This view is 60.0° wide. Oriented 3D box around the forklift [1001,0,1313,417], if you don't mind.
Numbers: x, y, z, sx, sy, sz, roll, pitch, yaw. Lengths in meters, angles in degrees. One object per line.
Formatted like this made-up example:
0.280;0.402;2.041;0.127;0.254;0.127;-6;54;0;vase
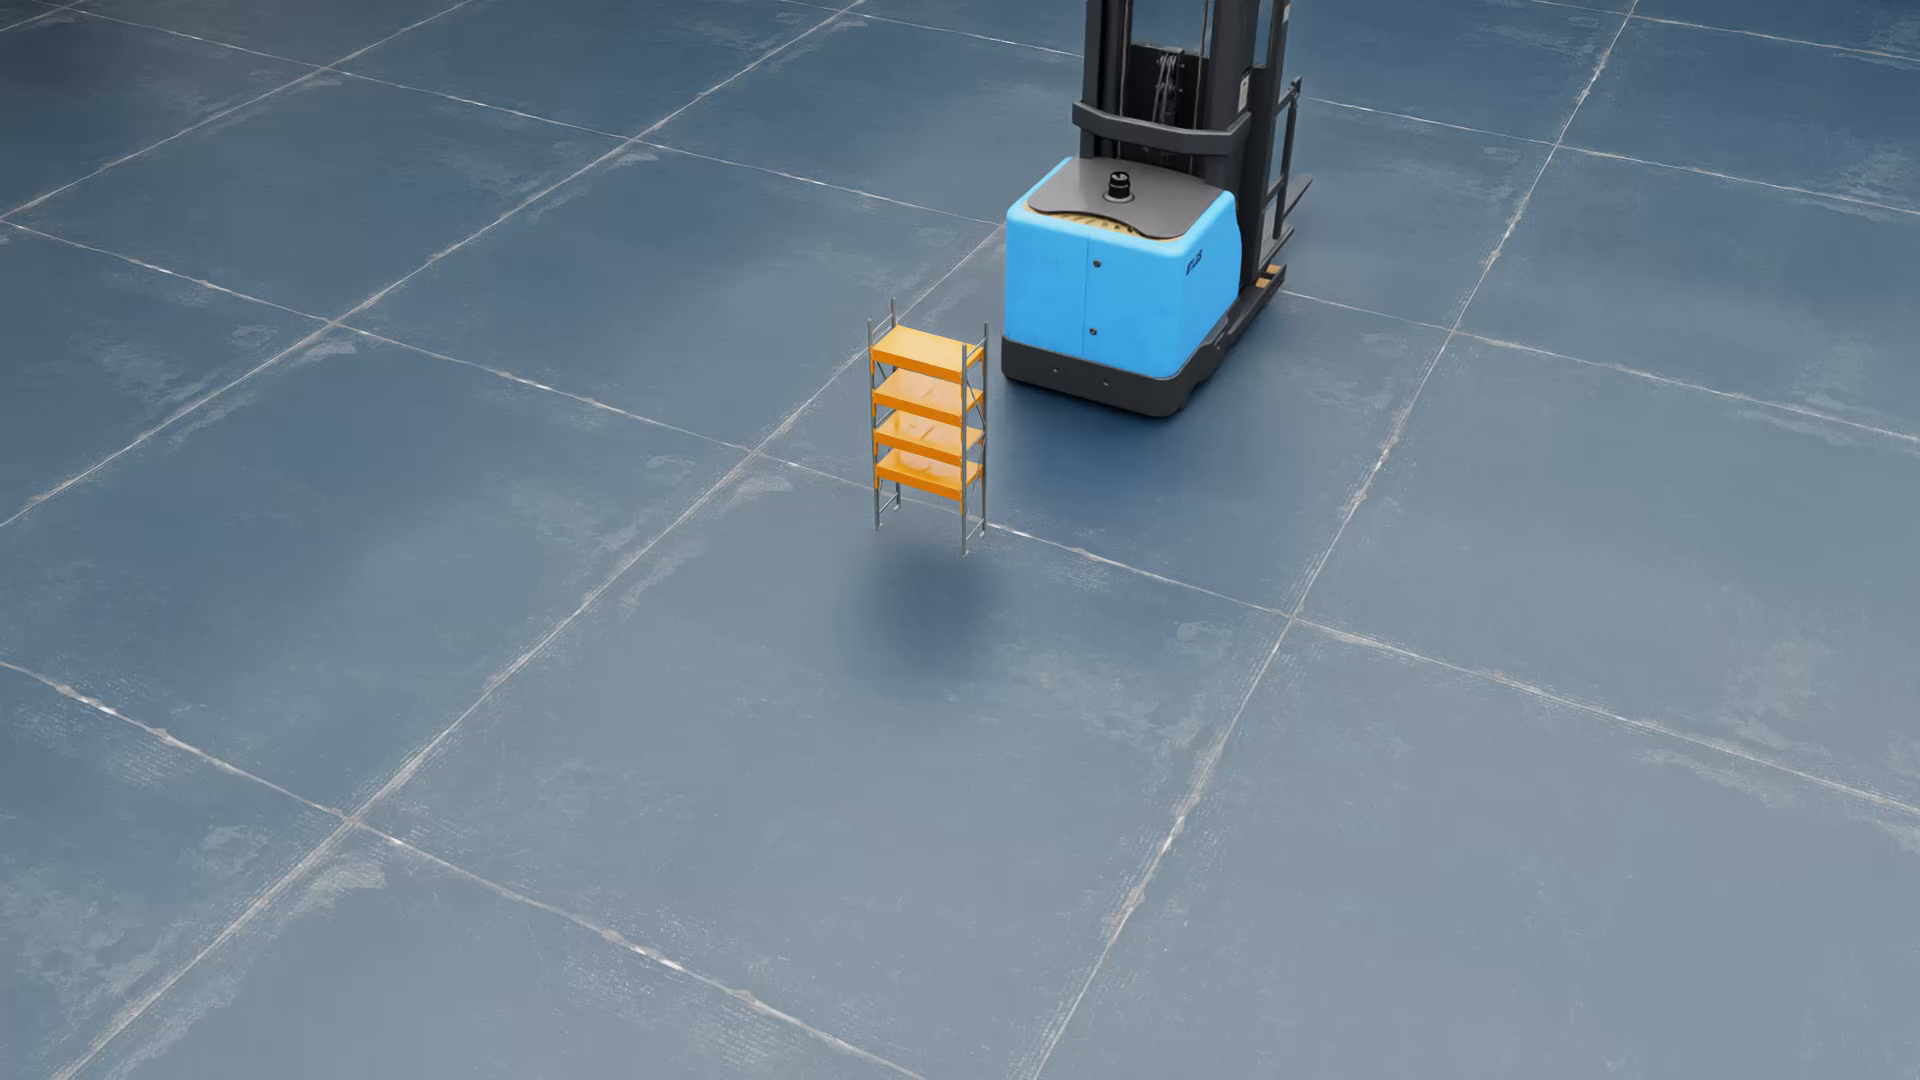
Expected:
1.361;-2.714;9.421;1.130;2.935;3.031;18;41;22;forklift

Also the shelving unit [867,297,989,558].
-0.147;-0.524;7.968;0.503;1.200;0.258;17;41;21;shelving unit

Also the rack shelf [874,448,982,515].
-0.147;-0.312;8.128;0.480;0.148;0.258;17;41;21;rack shelf

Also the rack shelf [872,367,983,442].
-0.147;-0.649;7.873;0.480;0.148;0.258;17;41;21;rack shelf

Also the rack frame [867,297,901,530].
-0.364;-0.592;8.057;0.015;1.200;0.240;17;41;21;rack frame

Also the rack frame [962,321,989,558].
0.070;-0.456;7.878;0.015;1.200;0.240;17;41;21;rack frame

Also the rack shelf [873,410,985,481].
-0.147;-0.470;8.008;0.480;0.148;0.258;17;41;21;rack shelf

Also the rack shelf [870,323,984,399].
-0.147;-0.837;7.730;0.480;0.148;0.258;17;41;21;rack shelf
